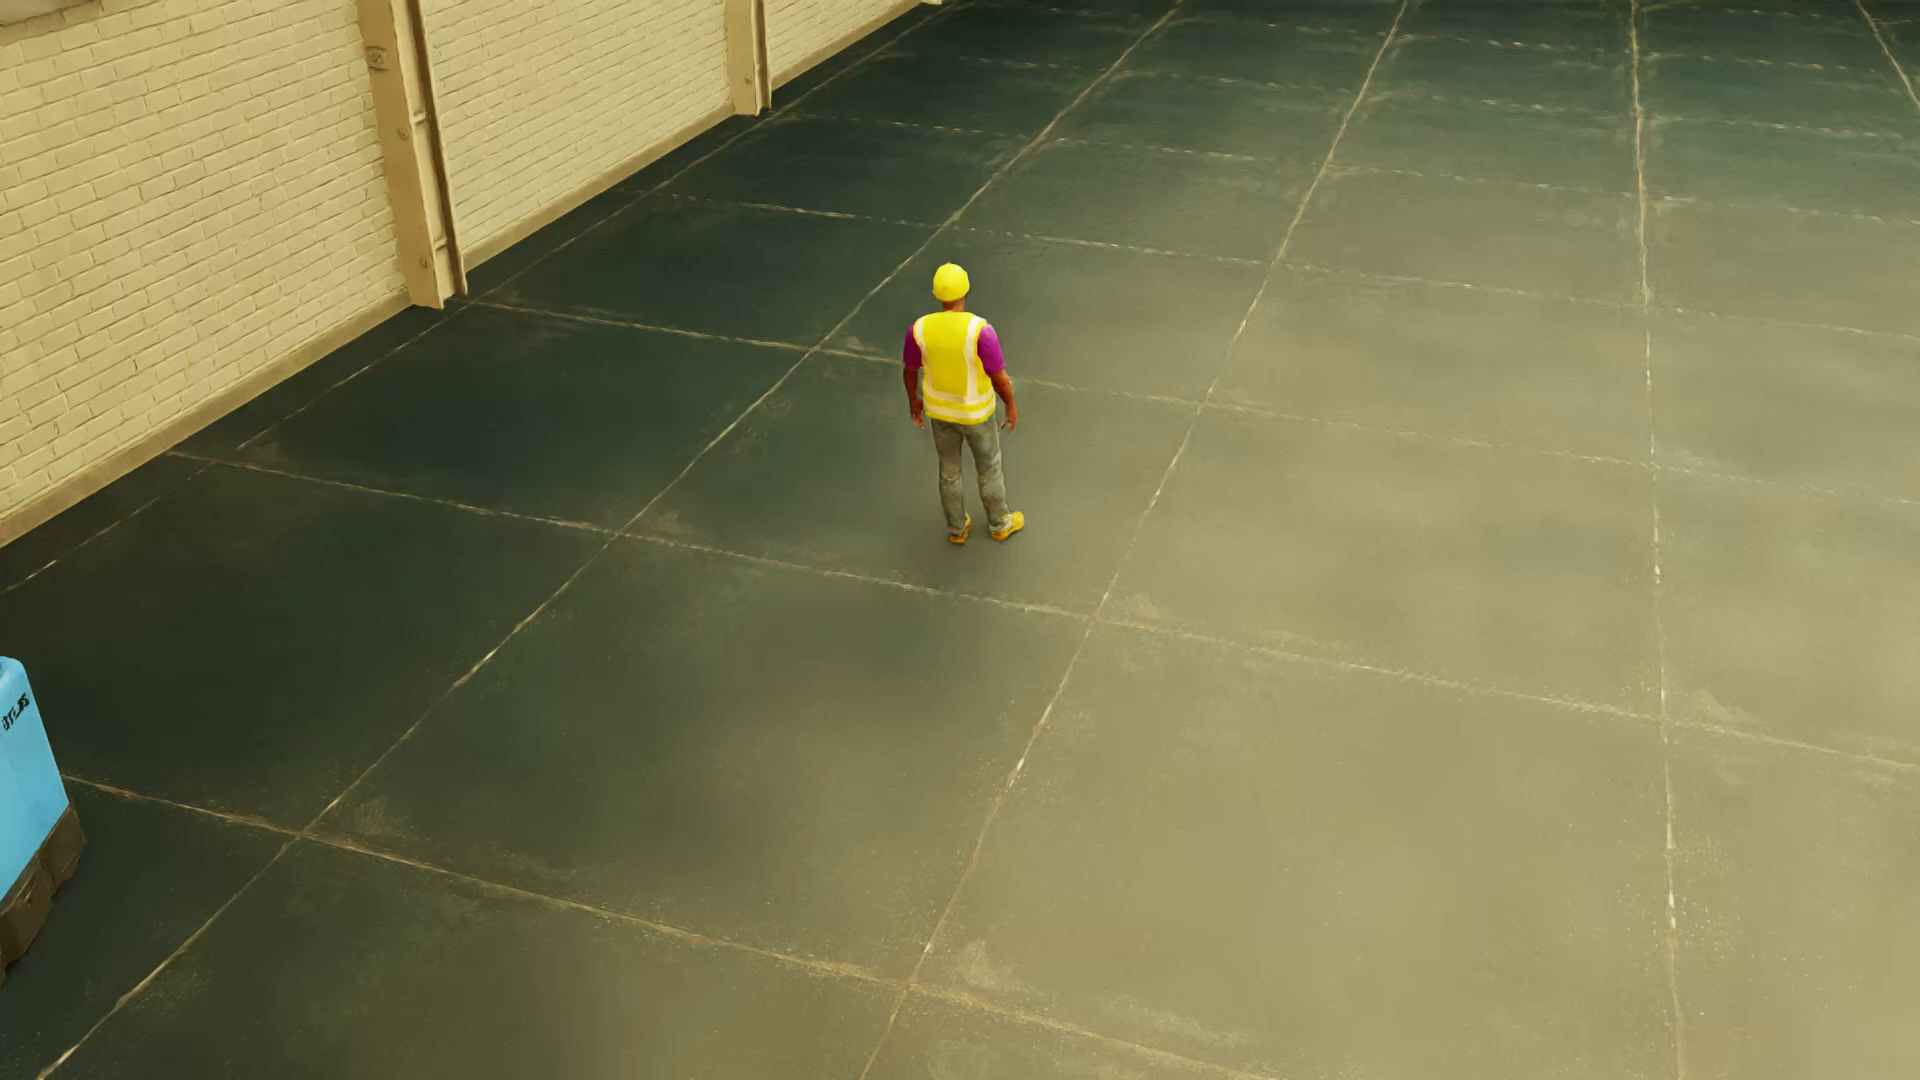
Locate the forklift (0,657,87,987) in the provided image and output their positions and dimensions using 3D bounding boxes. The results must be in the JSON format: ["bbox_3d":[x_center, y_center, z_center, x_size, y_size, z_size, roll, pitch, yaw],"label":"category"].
[{"bbox_3d":[-4.450,0.884,5.585,1.130,2.935,3.031,-1,30,-1],"label":"forklift"}]

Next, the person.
[{"bbox_3d":[0.028,-0.805,9.711,0.665,1.766,0.576,10,31,16],"label":"person"}]
